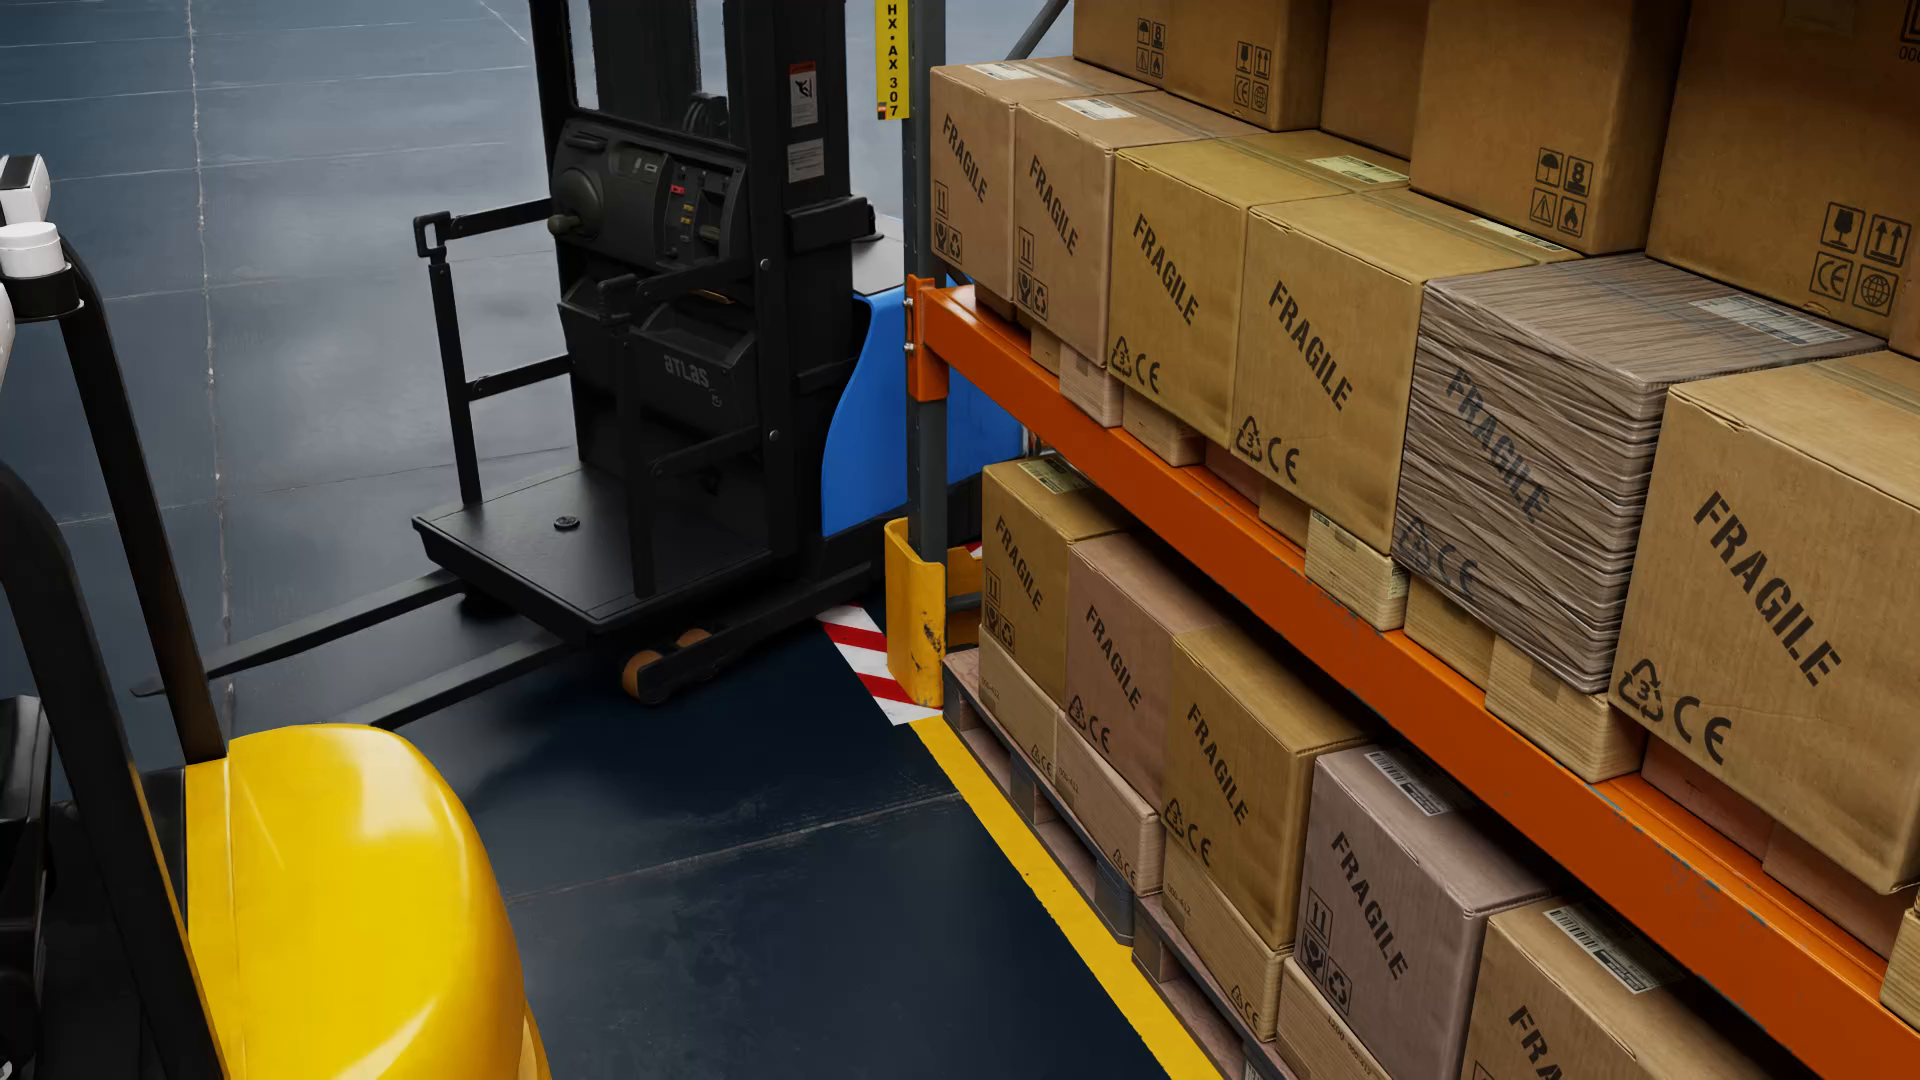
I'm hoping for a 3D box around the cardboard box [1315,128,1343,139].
[{"bbox_3d":[0.976,-0.820,4.058,0.500,0.500,0.500,-11,28,-20],"label":"cardboard box"}]

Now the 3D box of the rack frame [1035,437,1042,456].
[{"bbox_3d":[0.409,-0.573,6.044,0.240,1.200,0.006,0,26,-6],"label":"rack frame"}]

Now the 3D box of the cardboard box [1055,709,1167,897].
[{"bbox_3d":[0.573,0.611,4.235,0.500,0.250,0.500,-10,28,-19],"label":"cardboard box"}]

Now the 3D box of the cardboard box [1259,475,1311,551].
[{"bbox_3d":[0.826,-0.093,3.309,0.380,0.149,0.250,-11,28,-22],"label":"cardboard box"}]

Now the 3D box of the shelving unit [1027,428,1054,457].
[{"bbox_3d":[0.401,-0.613,6.126,0.258,1.200,0.189,0,26,-6],"label":"shelving unit"}]

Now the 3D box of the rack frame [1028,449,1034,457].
[{"bbox_3d":[0.392,-0.653,6.208,0.240,1.200,0.006,0,26,-6],"label":"rack frame"}]

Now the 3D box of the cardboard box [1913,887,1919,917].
[{"bbox_3d":[1.482,0.283,1.798,0.500,0.500,0.500,-11,28,-22],"label":"cardboard box"}]

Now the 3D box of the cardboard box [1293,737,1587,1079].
[{"bbox_3d":[1.004,0.705,3.188,0.500,0.500,0.500,-9,27,-18],"label":"cardboard box"}]

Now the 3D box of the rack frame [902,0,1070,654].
[{"bbox_3d":[0.318,-1.016,4.913,1.000,3.000,0.127,-11,28,-21],"label":"rack frame"}]

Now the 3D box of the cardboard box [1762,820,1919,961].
[{"bbox_3d":[1.344,0.416,2.266,0.380,0.149,0.250,-10,28,-20],"label":"cardboard box"}]

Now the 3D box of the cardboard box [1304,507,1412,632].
[{"bbox_3d":[0.871,0.018,3.080,0.380,0.149,0.250,-10,28,-20],"label":"cardboard box"}]

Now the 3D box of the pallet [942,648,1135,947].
[{"bbox_3d":[0.634,0.601,4.778,1.003,0.211,1.213,-11,28,-21],"label":"pallet"}]

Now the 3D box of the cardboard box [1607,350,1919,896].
[{"bbox_3d":[1.274,0.077,2.221,0.500,0.500,0.500,-10,28,-19],"label":"cardboard box"}]

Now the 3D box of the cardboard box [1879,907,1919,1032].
[{"bbox_3d":[1.374,0.534,2.023,0.380,0.149,0.250,-10,28,-19],"label":"cardboard box"}]

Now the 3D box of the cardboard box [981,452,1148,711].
[{"bbox_3d":[0.389,0.076,4.476,0.500,0.500,0.500,-12,28,-22],"label":"cardboard box"}]

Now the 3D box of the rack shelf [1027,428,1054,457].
[{"bbox_3d":[0.391,-0.358,6.251,0.258,0.103,0.180,0,26,-6],"label":"rack shelf"}]

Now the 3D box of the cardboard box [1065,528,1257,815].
[{"bbox_3d":[0.598,0.287,4.045,0.500,0.500,0.500,-12,28,-23],"label":"cardboard box"}]

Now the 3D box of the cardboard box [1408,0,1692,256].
[{"bbox_3d":[1.272,-0.856,2.993,0.700,0.500,0.500,-11,28,-21],"label":"cardboard box"}]

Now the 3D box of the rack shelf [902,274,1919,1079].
[{"bbox_3d":[1.101,0.114,3.417,1.077,0.370,4.000,-11,28,-21],"label":"rack shelf"}]

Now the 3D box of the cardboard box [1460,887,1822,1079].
[{"bbox_3d":[1.205,0.911,2.767,0.500,0.500,0.500,-10,28,-20],"label":"cardboard box"}]

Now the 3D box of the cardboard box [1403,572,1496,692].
[{"bbox_3d":[1.005,0.116,2.880,0.380,0.149,0.250,-11,28,-22],"label":"cardboard box"}]

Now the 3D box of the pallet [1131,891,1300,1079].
[{"bbox_3d":[1.107,1.093,3.770,1.003,0.211,1.213,-11,28,-21],"label":"pallet"}]

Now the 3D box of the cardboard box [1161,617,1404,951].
[{"bbox_3d":[0.787,0.490,3.627,0.500,0.500,0.500,-10,28,-20],"label":"cardboard box"}]

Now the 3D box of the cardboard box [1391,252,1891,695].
[{"bbox_3d":[1.067,-0.132,2.649,0.500,0.500,0.500,-10,28,-19],"label":"cardboard box"}]

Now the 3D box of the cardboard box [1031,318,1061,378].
[{"bbox_3d":[0.402,-0.510,4.162,0.380,0.149,0.250,-12,28,-22],"label":"cardboard box"}]

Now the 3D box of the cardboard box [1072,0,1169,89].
[{"bbox_3d":[0.719,-1.476,4.261,0.700,0.500,0.500,-11,28,-22],"label":"cardboard box"}]

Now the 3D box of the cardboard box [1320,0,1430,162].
[{"bbox_3d":[1.205,-1.082,3.454,0.700,0.500,0.500,-11,28,-21],"label":"cardboard box"}]

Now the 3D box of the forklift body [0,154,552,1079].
[{"bbox_3d":[-1.826,0.672,2.423,2.313,2.155,1.214,-11,28,-21],"label":"forklift body"}]

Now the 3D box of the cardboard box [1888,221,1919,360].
[{"bbox_3d":[1.732,-0.454,2.169,0.700,0.500,0.500,-10,28,-20],"label":"cardboard box"}]

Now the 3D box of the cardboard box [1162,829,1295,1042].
[{"bbox_3d":[0.798,0.829,3.788,0.500,0.250,0.500,-9,27,-17],"label":"cardboard box"}]

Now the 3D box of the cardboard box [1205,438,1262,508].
[{"bbox_3d":[0.750,-0.205,3.537,0.380,0.149,0.250,-10,28,-19],"label":"cardboard box"}]

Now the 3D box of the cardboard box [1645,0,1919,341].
[{"bbox_3d":[1.560,-0.662,2.594,0.700,0.500,0.500,-11,28,-22],"label":"cardboard box"}]

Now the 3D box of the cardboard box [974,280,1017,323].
[{"bbox_3d":[0.261,-0.731,4.614,0.380,0.149,0.250,-10,28,-20],"label":"cardboard box"}]

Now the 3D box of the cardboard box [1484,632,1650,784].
[{"bbox_3d":[1.077,0.224,2.658,0.380,0.149,0.250,-11,28,-21],"label":"cardboard box"}]

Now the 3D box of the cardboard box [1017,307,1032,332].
[{"bbox_3d":[0.373,-0.631,4.410,0.380,0.149,0.250,-10,28,-20],"label":"cardboard box"}]

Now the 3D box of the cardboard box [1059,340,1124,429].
[{"bbox_3d":[0.459,-0.400,3.937,0.380,0.149,0.250,-10,28,-20],"label":"cardboard box"}]

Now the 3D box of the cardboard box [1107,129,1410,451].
[{"bbox_3d":[0.655,-0.542,3.488,0.500,0.500,0.500,-11,28,-22],"label":"cardboard box"}]

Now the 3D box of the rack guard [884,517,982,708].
[{"bbox_3d":[0.348,0.138,5.398,1.175,0.500,0.348,-11,28,-21],"label":"rack guard"}]

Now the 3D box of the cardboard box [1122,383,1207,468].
[{"bbox_3d":[0.591,-0.301,3.734,0.380,0.149,0.250,-10,28,-19],"label":"cardboard box"}]

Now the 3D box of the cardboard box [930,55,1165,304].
[{"bbox_3d":[0.248,-0.956,4.336,0.500,0.500,0.500,-11,28,-21],"label":"cardboard box"}]

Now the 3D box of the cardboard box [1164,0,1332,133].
[{"bbox_3d":[0.910,-1.270,3.840,0.700,0.500,0.500,-10,28,-20],"label":"cardboard box"}]

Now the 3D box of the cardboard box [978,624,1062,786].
[{"bbox_3d":[0.380,0.404,4.660,0.500,0.250,0.500,-11,28,-21],"label":"cardboard box"}]

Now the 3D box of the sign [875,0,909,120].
[{"bbox_3d":[-0.181,-1.312,4.532,0.100,0.325,0.005,-11,28,-21],"label":"sign"}]

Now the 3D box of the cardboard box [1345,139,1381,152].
[{"bbox_3d":[1.169,-0.618,3.643,0.500,0.500,0.500,-11,28,-21],"label":"cardboard box"}]

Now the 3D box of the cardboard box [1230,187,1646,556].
[{"bbox_3d":[0.862,-0.338,3.071,0.500,0.500,0.500,-11,28,-22],"label":"cardboard box"}]

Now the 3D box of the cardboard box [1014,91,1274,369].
[{"bbox_3d":[0.454,-0.747,3.909,0.500,0.500,0.500,-10,28,-19],"label":"cardboard box"}]

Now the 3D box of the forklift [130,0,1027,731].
[{"bbox_3d":[-1.132,-1.058,5.076,1.130,2.935,3.031,23,34,39],"label":"forklift"}]

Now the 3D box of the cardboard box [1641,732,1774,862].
[{"bbox_3d":[1.259,0.313,2.477,0.380,0.149,0.250,-11,28,-21],"label":"cardboard box"}]

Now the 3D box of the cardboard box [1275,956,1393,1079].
[{"bbox_3d":[0.993,1.034,3.370,0.500,0.250,0.500,-10,28,-20],"label":"cardboard box"}]
